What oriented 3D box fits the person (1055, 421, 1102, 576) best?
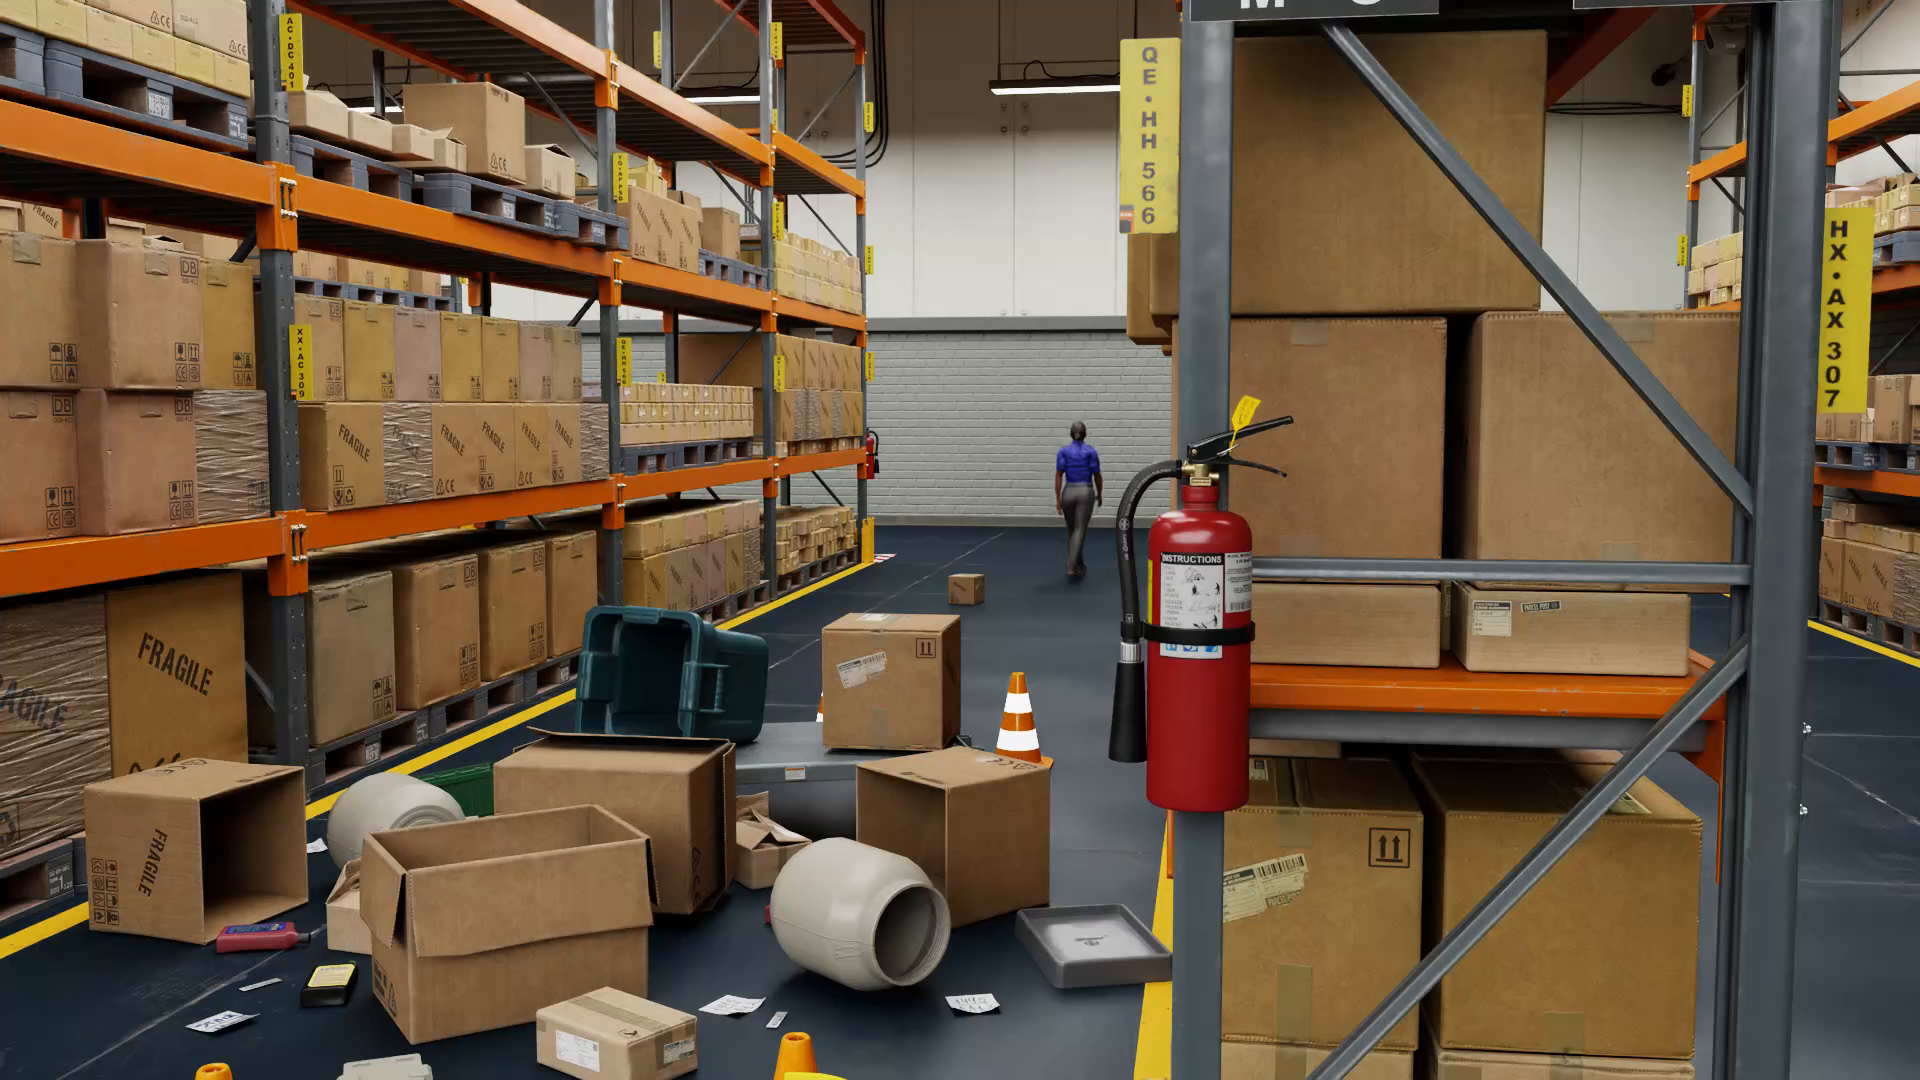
[{"bbox_3d":[1.253,-0.443,17.336,0.449,1.592,0.991,2,5,20],"label":"person"}]
